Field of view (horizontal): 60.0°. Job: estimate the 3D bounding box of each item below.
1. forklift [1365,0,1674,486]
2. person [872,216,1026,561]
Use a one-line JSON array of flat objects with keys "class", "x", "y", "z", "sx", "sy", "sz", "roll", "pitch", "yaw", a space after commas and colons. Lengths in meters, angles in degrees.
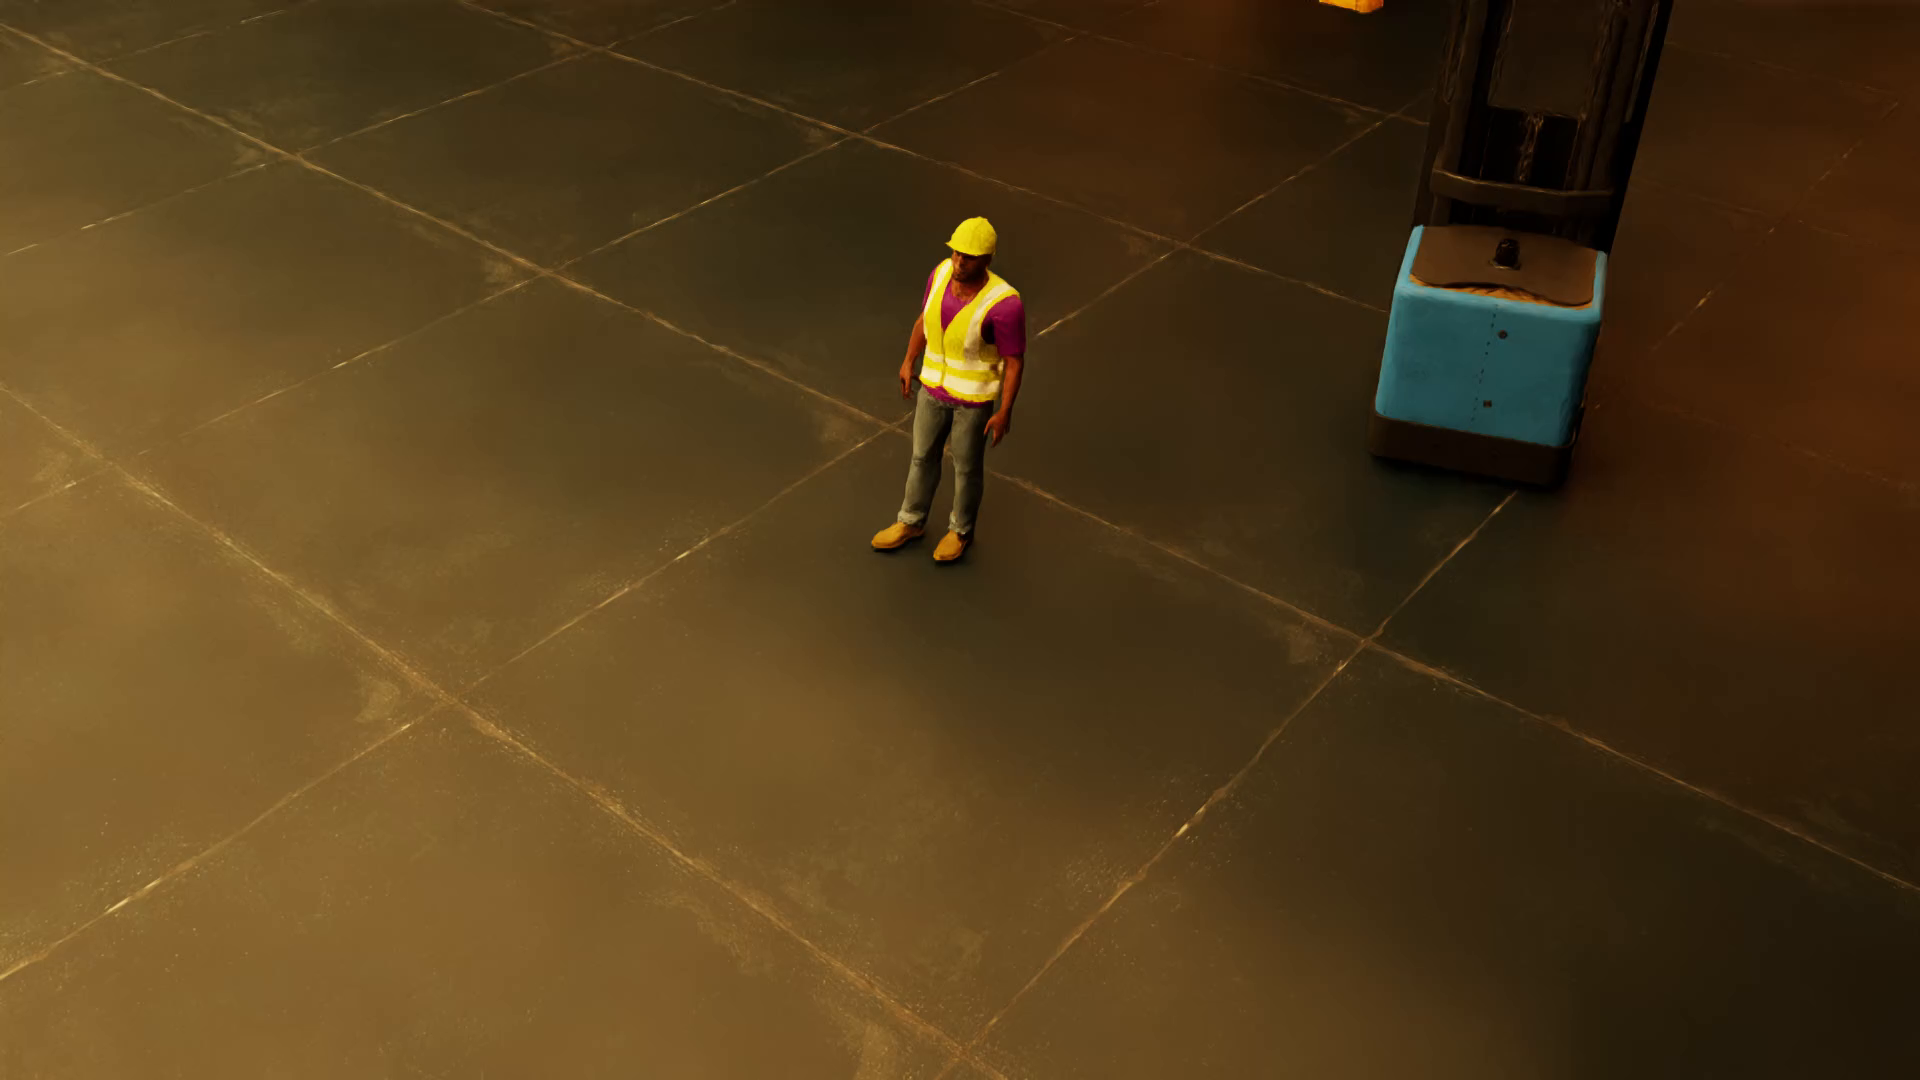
[{"class": "forklift", "x": 3.189, "y": -2.336, "z": 9.232, "sx": 1.130, "sy": 2.935, "sz": 3.031, "roll": 12, "pitch": 38, "yaw": 16}, {"class": "person", "x": -0.049, "y": -0.691, "z": 7.945, "sx": 0.665, "sy": 1.766, "sz": 0.575, "roll": 26, "pitch": 43, "yaw": 31}]
